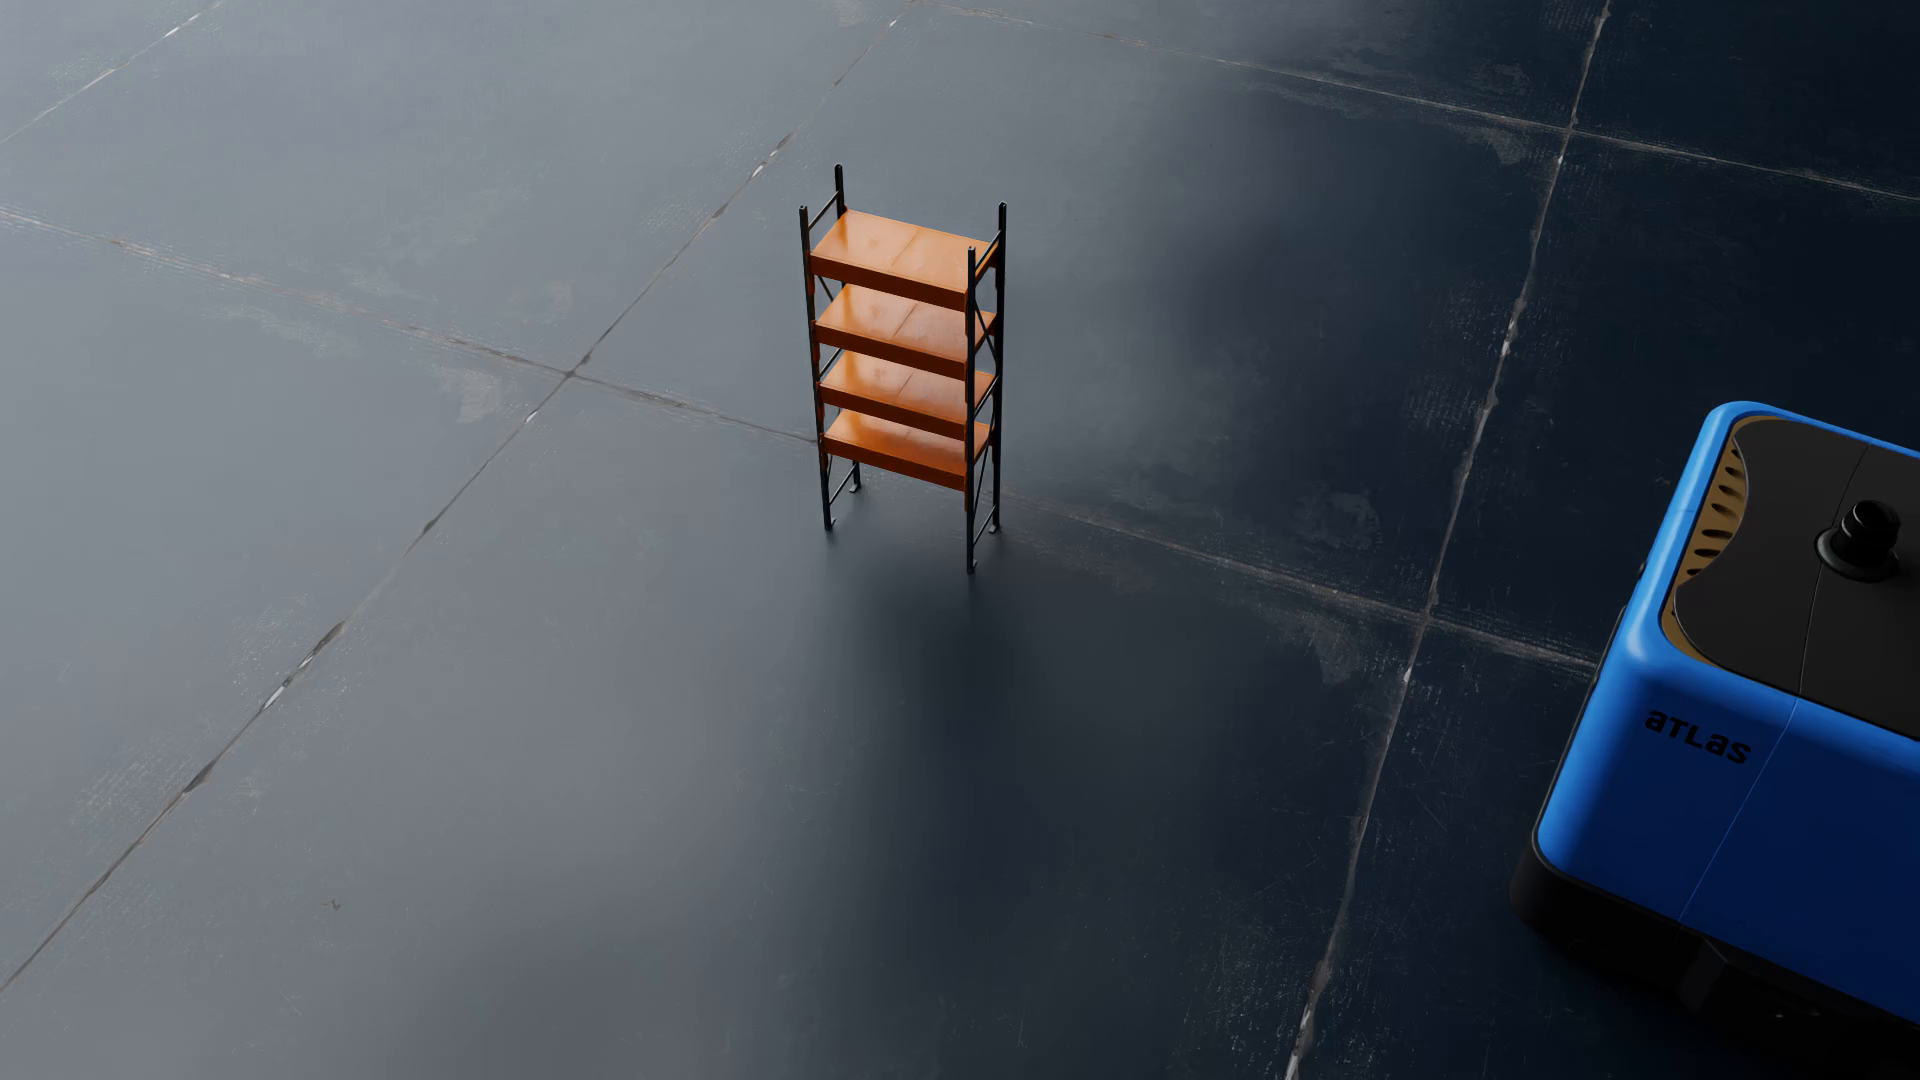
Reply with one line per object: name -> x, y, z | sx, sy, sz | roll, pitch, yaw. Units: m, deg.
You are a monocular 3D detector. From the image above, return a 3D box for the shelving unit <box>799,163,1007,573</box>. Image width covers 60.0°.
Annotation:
shelving unit -> -0.153, -0.470, 4.872 | 0.503, 1.200, 0.258 | 16, 47, 16

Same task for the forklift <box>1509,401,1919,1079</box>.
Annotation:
forklift -> 2.932, 0.171, 3.000 | 3.031, 2.935, 1.130 | 22, 49, 21

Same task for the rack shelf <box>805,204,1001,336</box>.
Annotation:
rack shelf -> -0.153, -0.749, 4.595 | 0.480, 0.148, 0.258 | 16, 47, 16

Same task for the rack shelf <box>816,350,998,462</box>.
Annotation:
rack shelf -> -0.153, -0.423, 4.919 | 0.480, 0.148, 0.258 | 16, 47, 16

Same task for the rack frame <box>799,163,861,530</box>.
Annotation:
rack frame -> -0.378, -0.537, 4.939 | 0.015, 1.200, 0.240 | 16, 47, 16

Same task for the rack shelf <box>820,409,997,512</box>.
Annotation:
rack shelf -> -0.153, -0.282, 5.059 | 0.480, 0.148, 0.258 | 16, 47, 16

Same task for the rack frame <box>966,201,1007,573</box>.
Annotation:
rack frame -> 0.072, -0.404, 4.805 | 0.015, 1.200, 0.240 | 16, 47, 16

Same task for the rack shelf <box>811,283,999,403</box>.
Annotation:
rack shelf -> -0.153, -0.581, 4.762 | 0.480, 0.148, 0.258 | 16, 47, 16
